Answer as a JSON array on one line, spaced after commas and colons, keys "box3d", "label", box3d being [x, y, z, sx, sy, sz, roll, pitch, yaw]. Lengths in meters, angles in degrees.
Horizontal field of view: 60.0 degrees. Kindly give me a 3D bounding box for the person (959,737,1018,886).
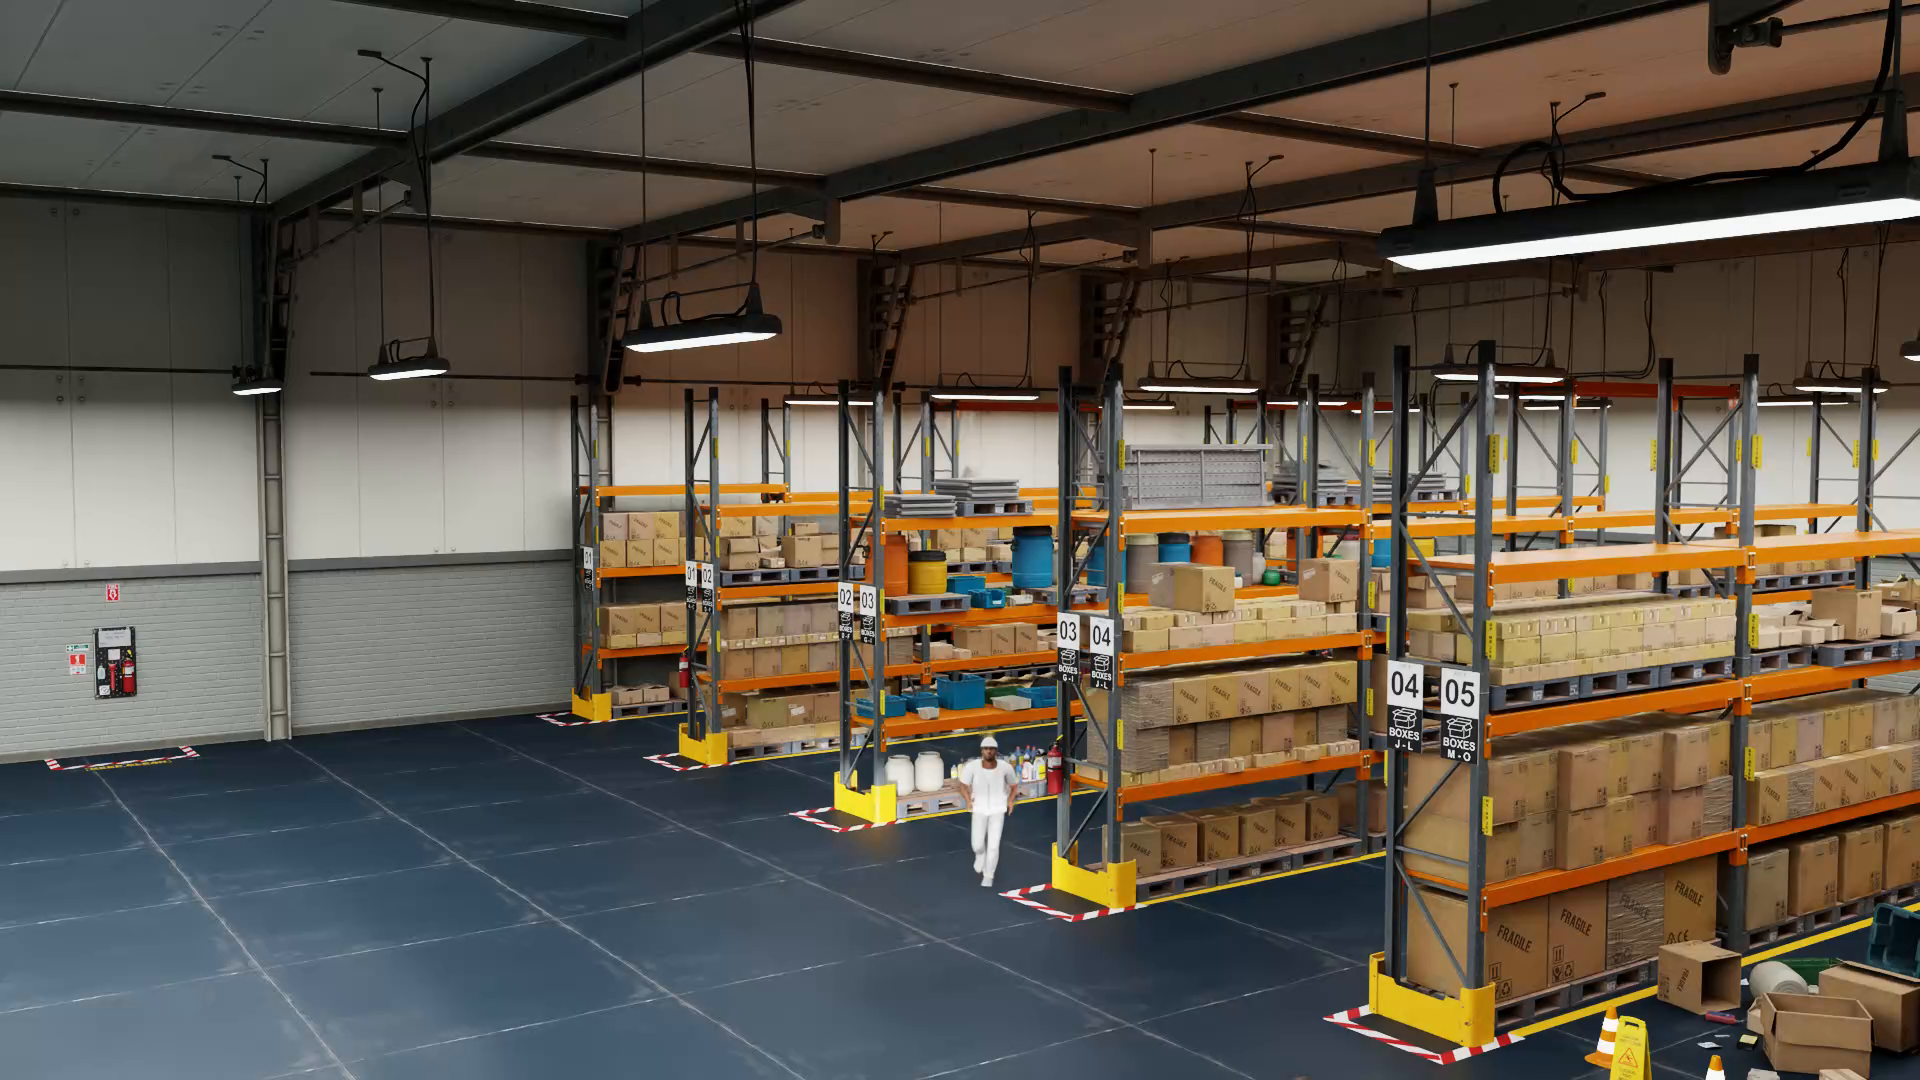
[{"box3d": [0.335, 3.138, 19.338, 0.689, 1.722, 0.597, 0, 3, 1], "label": "person"}]
